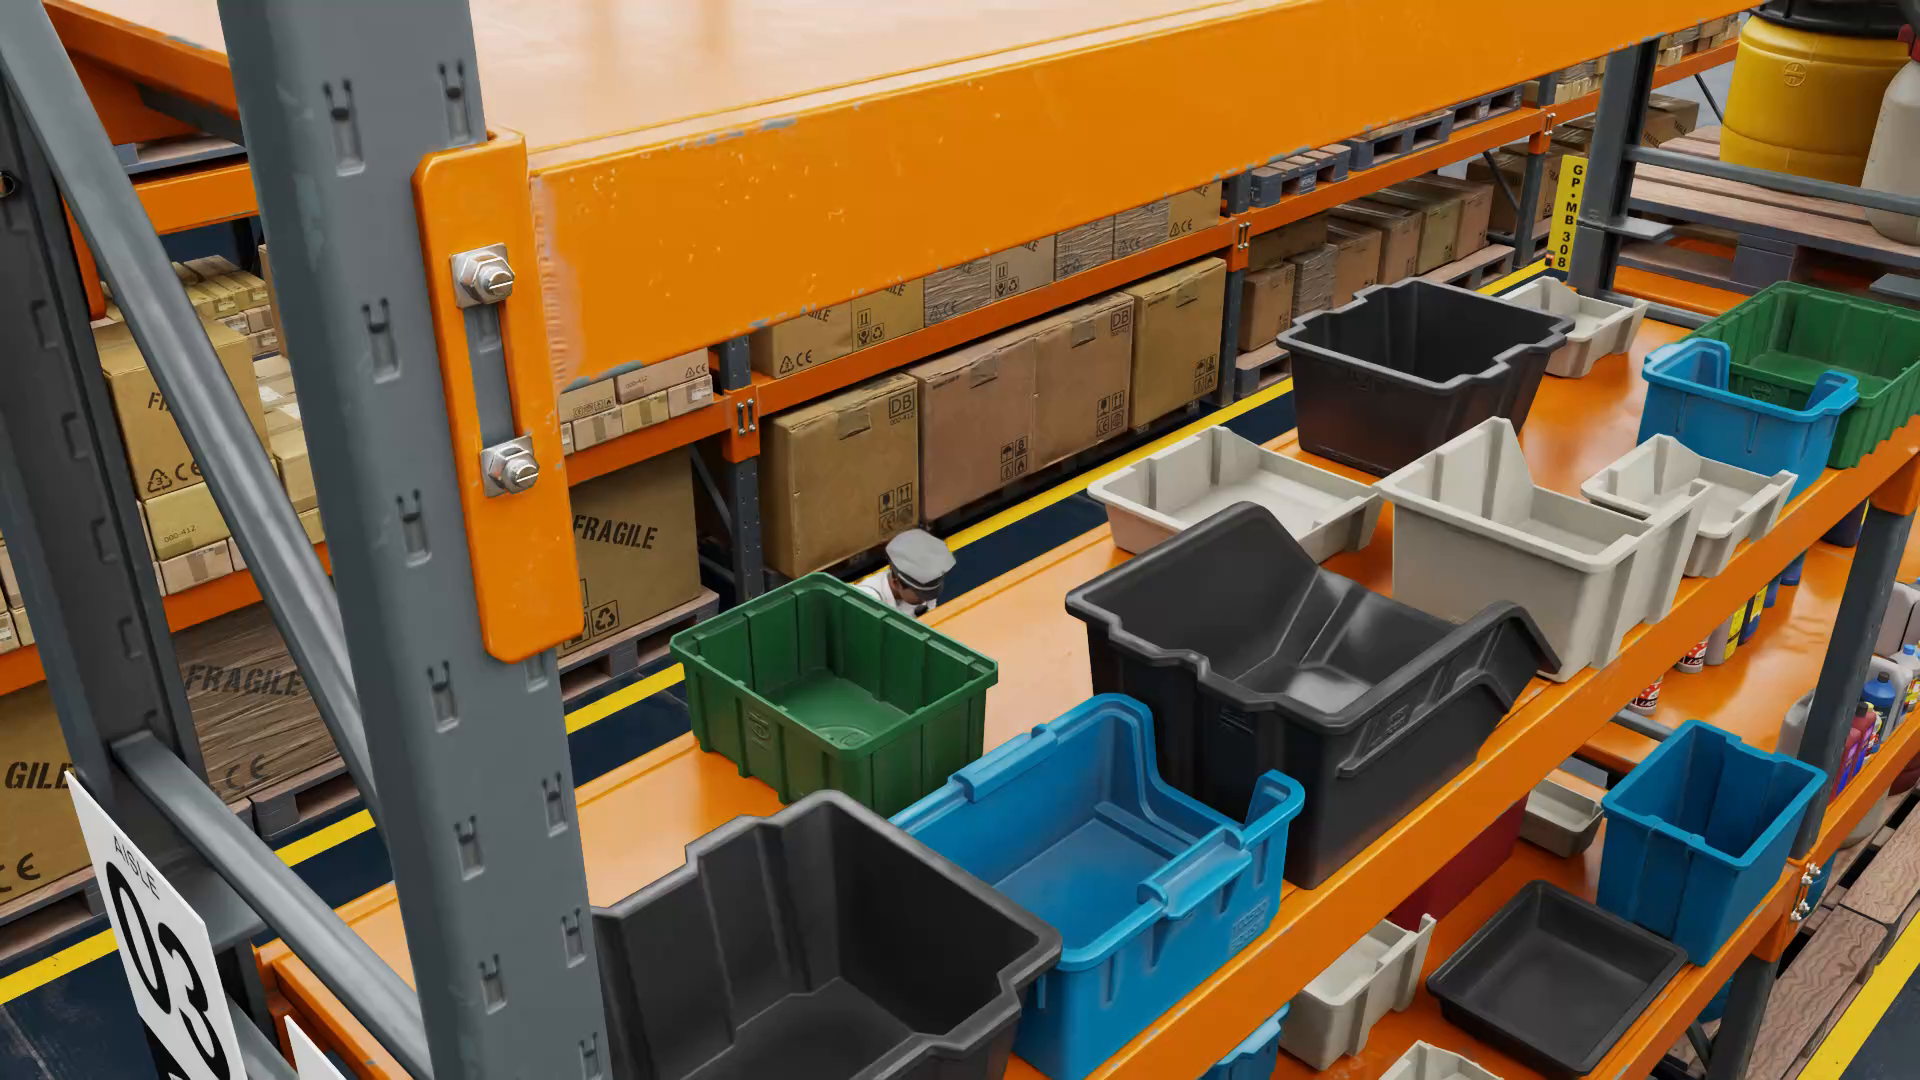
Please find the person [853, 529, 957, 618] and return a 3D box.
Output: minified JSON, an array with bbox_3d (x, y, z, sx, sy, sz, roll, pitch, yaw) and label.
[{"bbox_3d":[-0.271,0.626,6.605,0.526,1.522,0.591,-25,37,-38],"label":"person"}]
